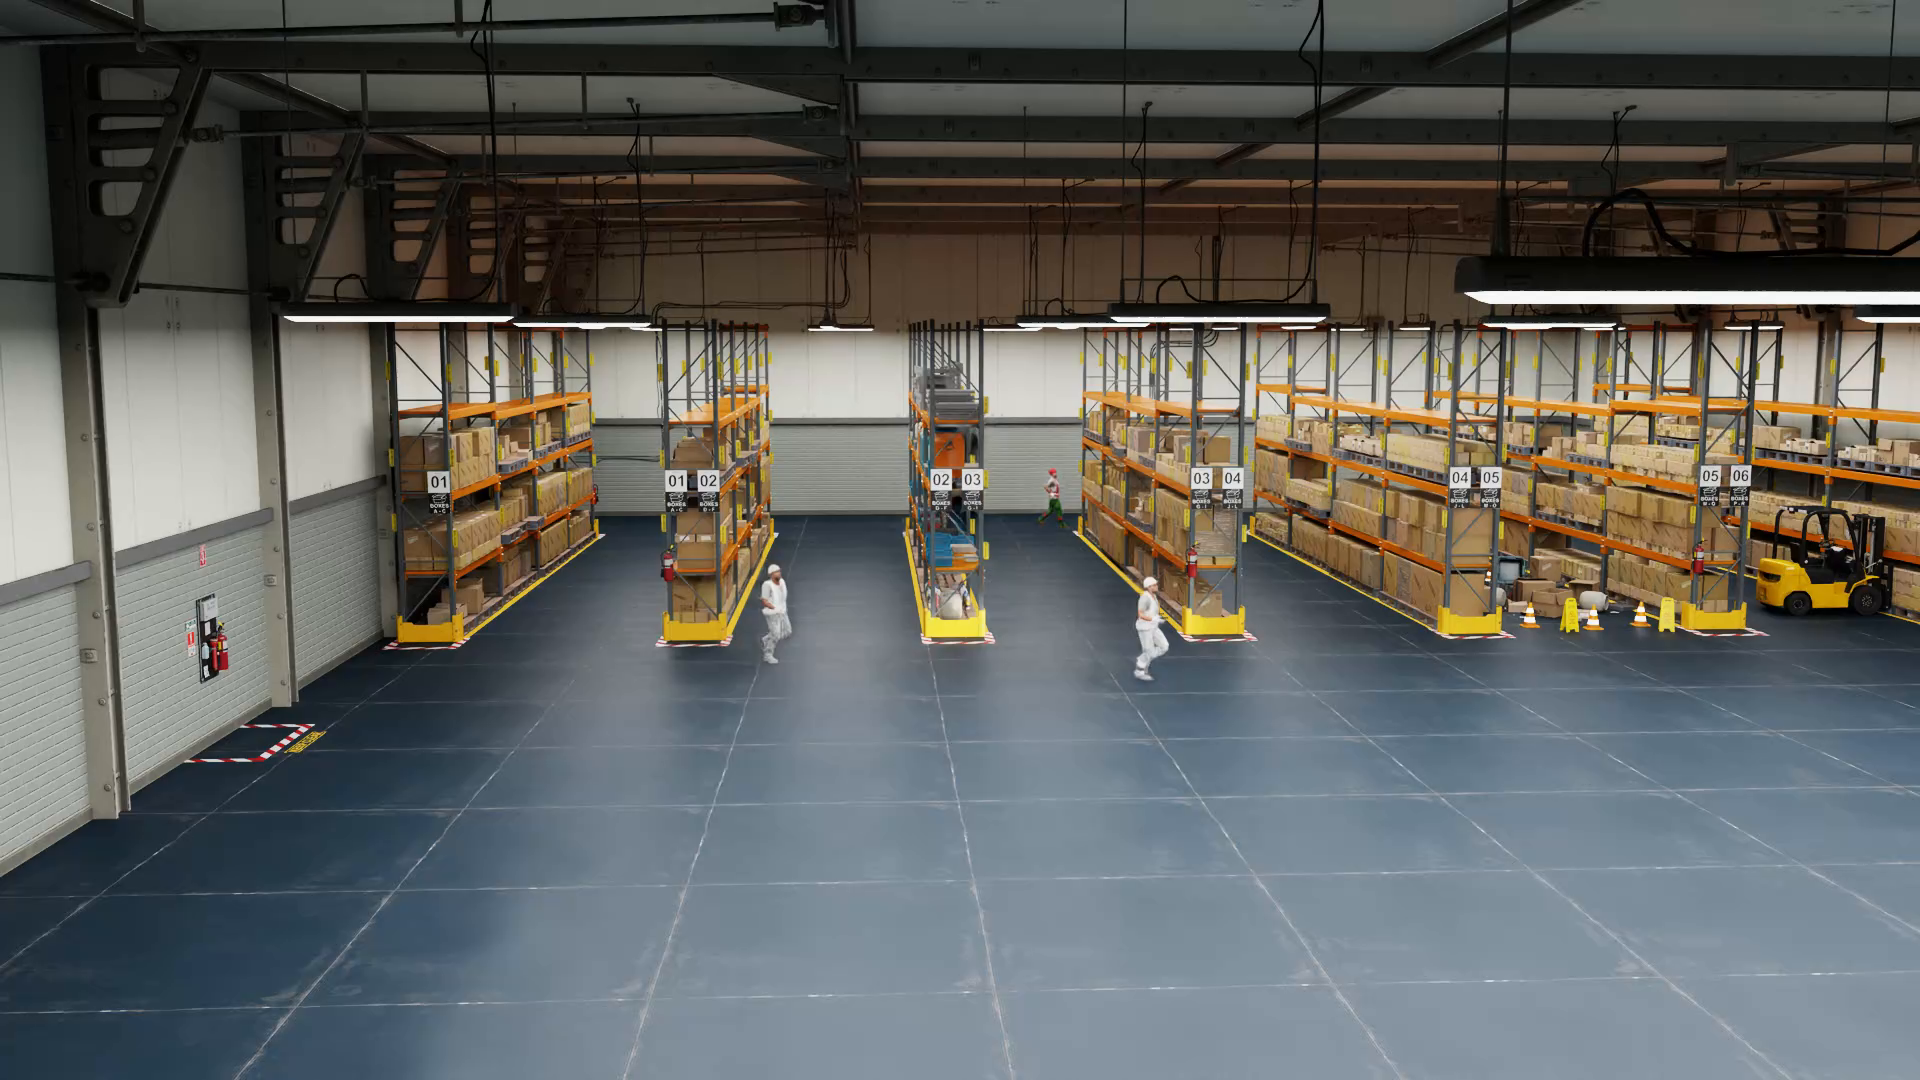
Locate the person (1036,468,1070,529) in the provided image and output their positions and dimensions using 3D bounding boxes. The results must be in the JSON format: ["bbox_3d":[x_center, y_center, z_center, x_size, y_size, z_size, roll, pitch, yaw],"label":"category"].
[{"bbox_3d":[2.748,-1.218,48.769,1.001,1.772,0.661,0,7,1],"label":"person"}]

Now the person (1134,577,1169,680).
[{"bbox_3d":[3.151,1.467,27.461,0.598,1.735,0.659,4,8,29],"label":"person"}]

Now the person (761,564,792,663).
[{"bbox_3d":[-3.193,1.284,29.071,0.612,1.740,0.711,4,8,31],"label":"person"}]
